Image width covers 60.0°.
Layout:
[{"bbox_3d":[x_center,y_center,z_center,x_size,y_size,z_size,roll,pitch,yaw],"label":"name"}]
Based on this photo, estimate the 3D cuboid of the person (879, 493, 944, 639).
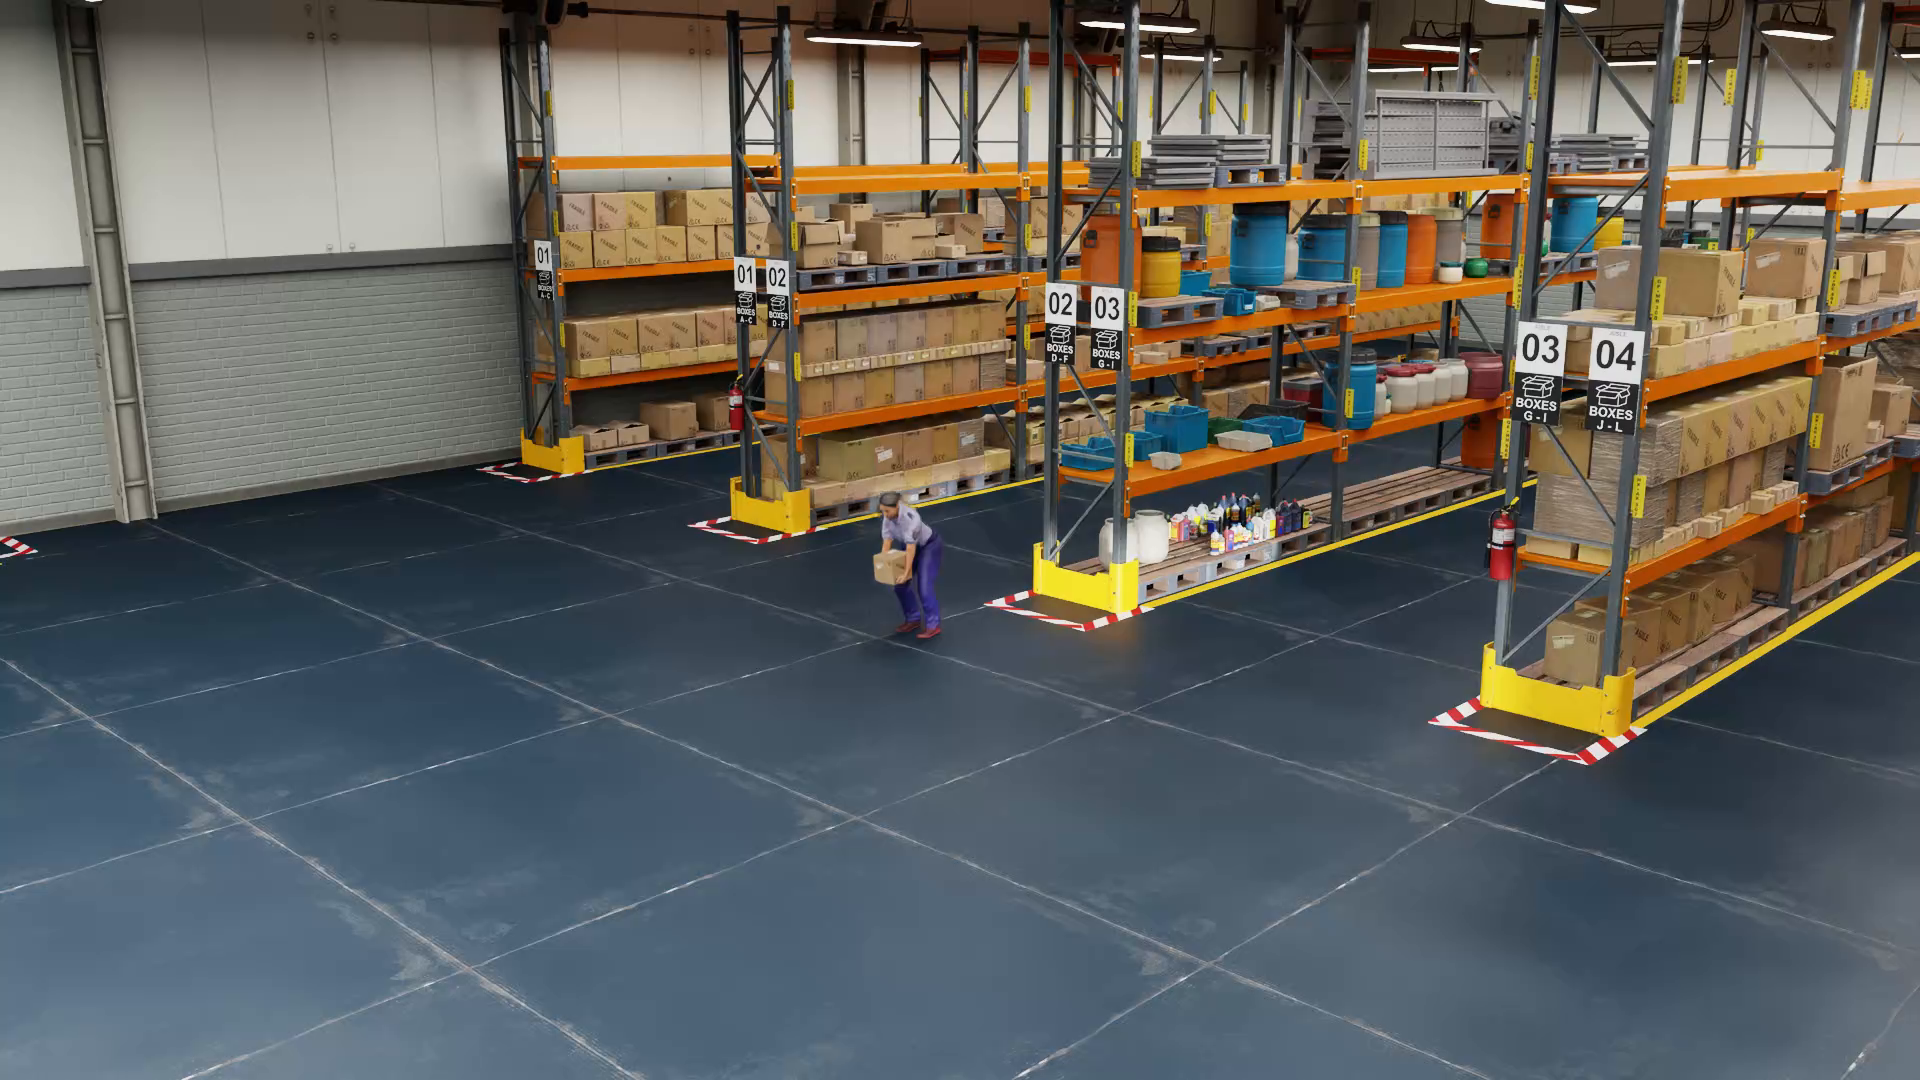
[{"bbox_3d":[-0.488,0.214,15.617,0.454,1.437,0.728,12,19,41],"label":"person"}]
